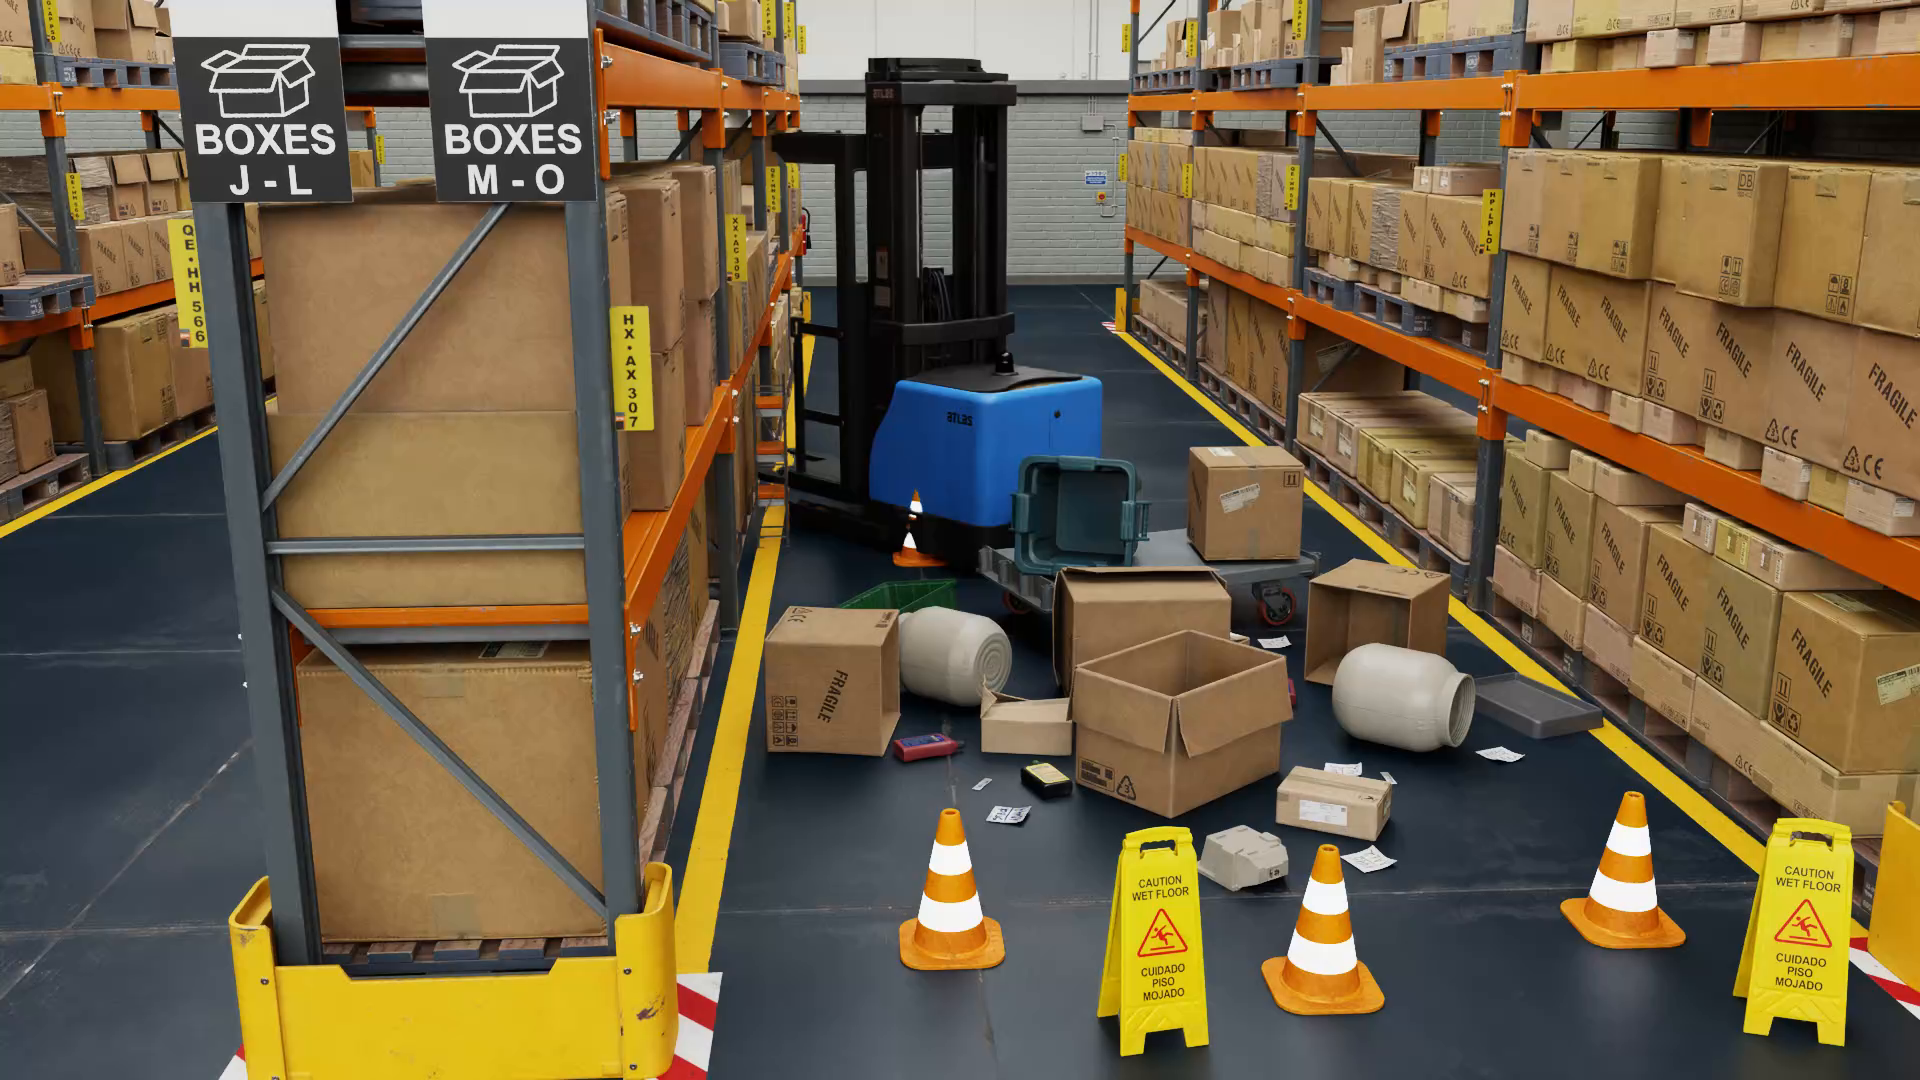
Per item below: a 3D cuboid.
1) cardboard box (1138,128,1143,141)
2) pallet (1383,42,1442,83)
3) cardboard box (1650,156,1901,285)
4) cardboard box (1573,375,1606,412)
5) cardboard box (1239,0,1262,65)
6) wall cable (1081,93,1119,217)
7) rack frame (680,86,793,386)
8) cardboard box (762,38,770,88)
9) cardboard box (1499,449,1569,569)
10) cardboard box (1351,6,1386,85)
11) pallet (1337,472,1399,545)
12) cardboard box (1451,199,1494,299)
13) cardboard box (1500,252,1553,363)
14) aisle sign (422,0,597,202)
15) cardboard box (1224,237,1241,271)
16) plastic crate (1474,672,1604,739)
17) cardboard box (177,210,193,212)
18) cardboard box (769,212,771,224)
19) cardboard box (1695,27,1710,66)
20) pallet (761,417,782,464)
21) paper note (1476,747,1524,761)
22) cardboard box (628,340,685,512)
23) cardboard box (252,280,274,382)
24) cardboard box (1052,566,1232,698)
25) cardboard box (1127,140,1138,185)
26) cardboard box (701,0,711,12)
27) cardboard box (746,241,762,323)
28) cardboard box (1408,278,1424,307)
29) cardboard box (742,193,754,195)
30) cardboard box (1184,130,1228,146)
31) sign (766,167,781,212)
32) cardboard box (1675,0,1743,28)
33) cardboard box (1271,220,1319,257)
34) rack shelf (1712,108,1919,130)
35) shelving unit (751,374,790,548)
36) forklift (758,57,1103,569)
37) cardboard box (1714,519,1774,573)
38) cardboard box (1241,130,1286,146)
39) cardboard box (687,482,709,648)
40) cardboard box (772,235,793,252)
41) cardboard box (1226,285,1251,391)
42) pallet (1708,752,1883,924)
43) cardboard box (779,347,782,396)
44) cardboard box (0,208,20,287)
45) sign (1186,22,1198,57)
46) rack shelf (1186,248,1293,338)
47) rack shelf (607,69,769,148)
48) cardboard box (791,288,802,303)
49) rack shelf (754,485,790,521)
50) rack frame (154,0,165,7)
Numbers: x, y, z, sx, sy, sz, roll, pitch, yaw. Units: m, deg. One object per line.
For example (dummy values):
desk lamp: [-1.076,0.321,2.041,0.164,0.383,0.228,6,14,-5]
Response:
cardboard box: [2.265,-4.688,19.216,0.380,0.149,0.250,0,14,-2]
pallet: [3.275,-2.854,9.957,1.213,0.211,1.003,-1,14,-3]
cardboard box: [3.222,-1.263,6.609,0.700,0.500,0.500,-1,14,-4]
cardboard box: [3.068,-0.685,7.673,0.380,0.149,0.250,0,14,-2]
cardboard box: [2.627,-4.213,13.816,0.500,0.500,0.500,-1,14,-3]
wall cable: [2.158,-5.973,25.620,0.585,1.953,0.123,-1,14,-3]
rack frame: [-2.156,-2.968,16.040,1.000,3.000,0.127,-1,14,-3]
cardboard box: [-1.678,-3.620,12.356,0.500,0.500,0.500,-1,14,-3]
cardboard box: [3.041,-0.164,8.312,0.500,0.500,0.500,0,14,-1]
cardboard box: [3.075,-3.340,11.266,0.700,0.500,0.500,-1,14,-3]
pallet: [3.145,-0.227,10.984,1.003,0.211,1.213,-1,14,-3]
cardboard box: [3.016,-1.587,9.033,0.500,0.500,0.500,-1,14,-4]
cardboard box: [3.023,-1.158,8.211,0.500,0.500,0.500,-1,14,-4]
aisle sign: [-1.109,-1.229,4.067,0.394,0.787,0.004,-1,14,-3]
cardboard box: [2.613,-2.502,14.532,0.500,0.250,0.500,-1,14,-4]
plastic crate: [2.553,0.738,7.499,0.402,0.080,0.583,-6,16,-23]
cardboard box: [-6.748,-2.599,14.409,0.500,0.500,0.500,-1,14,-4]
cardboard box: [-1.883,-2.902,14.851,0.380,0.149,0.250,-1,14,-5]
cardboard box: [3.143,-1.945,6.551,0.380,0.149,0.250,-1,14,-3]
pallet: [-1.955,-0.817,13.277,1.003,0.211,1.213,-1,14,-3]
paper note: [2.271,0.896,6.984,0.142,0.019,0.148,-6,16,-23]
cardboard box: [-1.446,-0.425,5.857,0.875,0.550,0.550,-1,14,-3]
cardboard box: [-7.053,-1.932,15.435,1.225,0.875,0.875,-1,14,-3]
cardboard box: [0.820,0.428,7.579,0.797,0.637,0.503,-1,14,-3]
cardboard box: [2.276,-4.473,19.683,0.500,0.500,0.500,-1,14,-5]
cardboard box: [-1.303,-2.412,7.324,0.380,0.149,0.250,-1,14,-3]
cardboard box: [-1.552,-1.665,10.777,0.500,0.500,0.500,-1,14,-4]
cardboard box: [2.897,-1.478,9.911,0.380,0.149,0.250,-1,14,-3]
cardboard box: [-1.838,-2.849,14.049,0.380,0.149,0.250,-1,14,-4]
cardboard box: [2.441,-3.988,16.496,0.380,0.149,0.250,-1,14,-5]
sign: [-1.355,-2.543,12.066,0.100,0.325,0.005,-1,14,-3]
cardboard box: [3.121,-2.112,6.398,0.500,0.250,0.500,-1,14,-3]
cardboard box: [2.742,-2.360,12.978,0.500,0.250,0.500,-1,14,-4]
rack shelf: [7.856,-3.754,14.519,1.077,0.370,4.000,-1,14,-3]
shelving unit: [-1.174,-0.491,10.326,0.215,1.050,0.252,-2,15,-6]
forklift: [-0.489,-1.547,10.658,1.130,2.935,3.031,-13,19,-41]
cardboard box: [3.110,0.018,6.304,0.380,0.149,0.250,-1,14,-3]
cardboard box: [3.018,-3.998,16.538,0.380,0.149,0.250,-1,14,-4]
cardboard box: [-1.691,0.005,7.908,0.875,0.875,0.875,-1,14,-3]
cardboard box: [-1.847,-2.921,16.365,0.380,0.149,0.250,0,14,-1]
cardboard box: [2.960,-1.866,15.180,0.875,0.875,0.875,0,14,-2]
pallet: [3.502,1.044,6.044,1.003,0.211,1.213,-1,14,-3]
cardboard box: [-1.769,-1.398,14.114,0.500,0.500,0.500,-1,14,-5]
cardboard box: [-6.657,-1.902,10.856,0.700,0.500,0.500,1,14,5]
sign: [2.224,-4.802,15.952,0.100,0.325,0.005,-1,14,-3]
rack shelf: [2.902,-2.223,14.591,1.077,0.370,4.000,-1,14,-3]
rack shelf: [-1.784,-2.580,9.957,1.077,0.370,4.000,-1,14,-3]
cardboard box: [-2.017,-2.820,19.150,0.380,0.149,0.250,-1,14,-5]
rack shelf: [-1.174,-0.211,10.398,0.215,0.259,0.240,-2,15,-6]
rack frame: [-7.113,-5.821,15.093,1.000,3.000,0.127,-1,14,-3]
